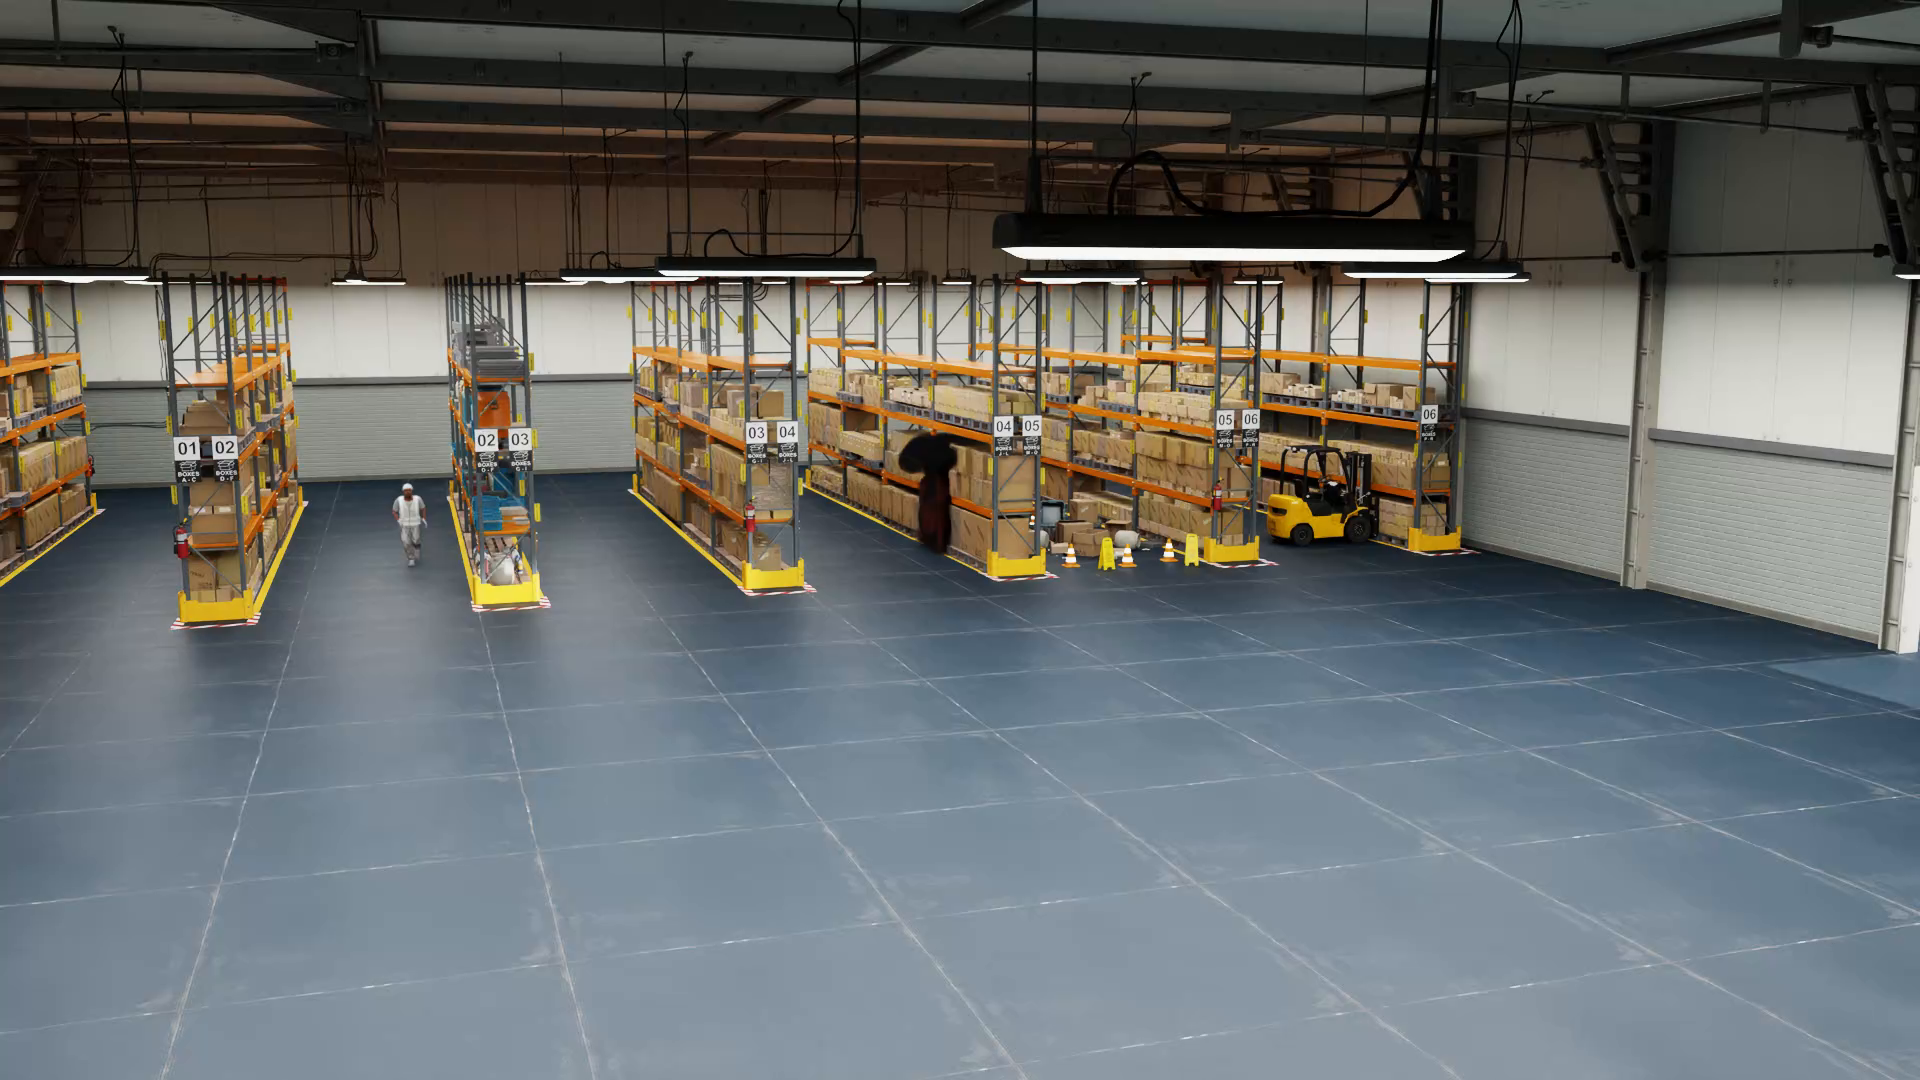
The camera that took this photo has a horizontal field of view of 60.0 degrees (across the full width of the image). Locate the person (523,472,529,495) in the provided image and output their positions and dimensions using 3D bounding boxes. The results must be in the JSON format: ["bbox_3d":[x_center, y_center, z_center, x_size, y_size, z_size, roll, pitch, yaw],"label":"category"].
[{"bbox_3d":[-12.176,-1.995,46.217,0.719,1.576,0.586,8,12,43],"label":"person"}]

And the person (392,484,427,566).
[{"bbox_3d":[-11.403,-0.318,34.476,0.678,1.725,0.647,-2,9,-15],"label":"person"}]
